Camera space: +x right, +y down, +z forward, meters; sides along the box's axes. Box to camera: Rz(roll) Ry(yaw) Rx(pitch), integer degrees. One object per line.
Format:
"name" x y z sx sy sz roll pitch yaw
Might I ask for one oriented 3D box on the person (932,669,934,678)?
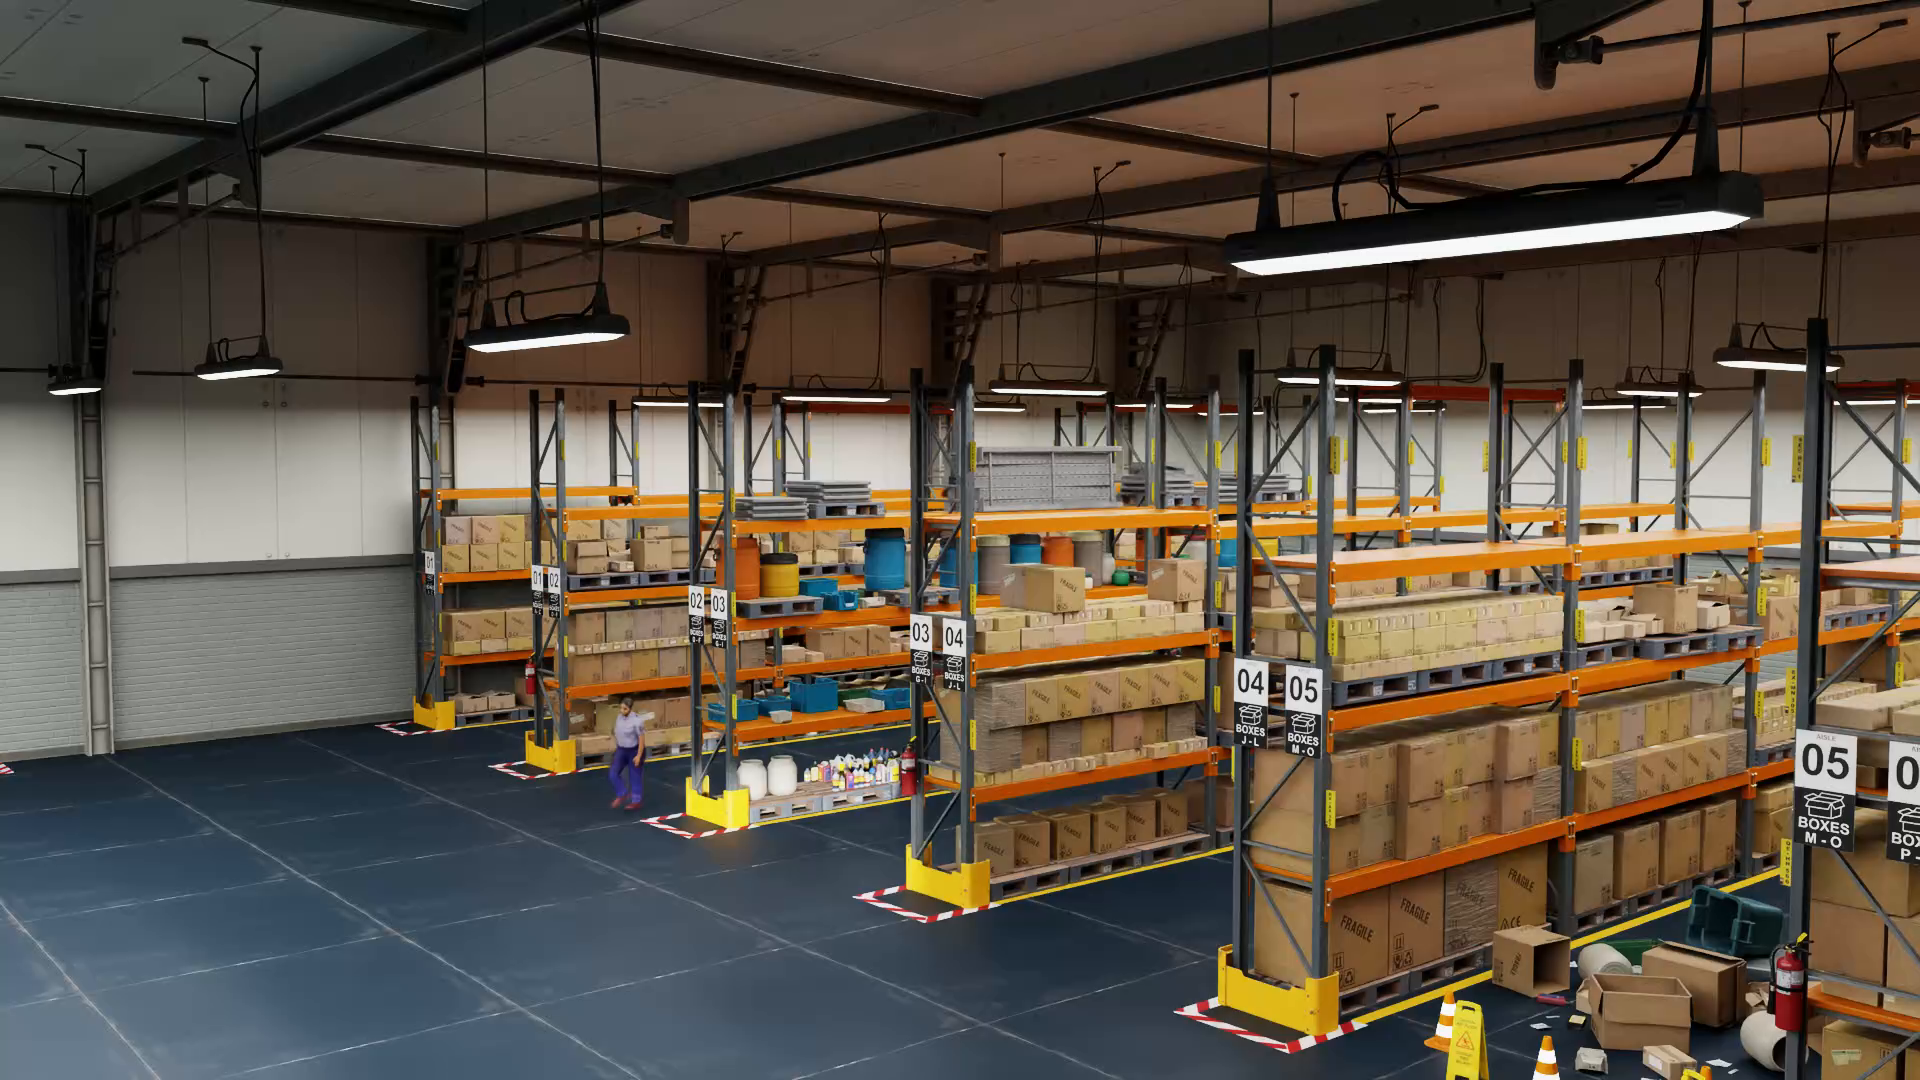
"person" -0.735 2.344 33.925 0.540 1.590 0.888 3 5 44

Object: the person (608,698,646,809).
"person" -4.629 2.972 23.207 0.651 1.607 0.538 2 4 27
